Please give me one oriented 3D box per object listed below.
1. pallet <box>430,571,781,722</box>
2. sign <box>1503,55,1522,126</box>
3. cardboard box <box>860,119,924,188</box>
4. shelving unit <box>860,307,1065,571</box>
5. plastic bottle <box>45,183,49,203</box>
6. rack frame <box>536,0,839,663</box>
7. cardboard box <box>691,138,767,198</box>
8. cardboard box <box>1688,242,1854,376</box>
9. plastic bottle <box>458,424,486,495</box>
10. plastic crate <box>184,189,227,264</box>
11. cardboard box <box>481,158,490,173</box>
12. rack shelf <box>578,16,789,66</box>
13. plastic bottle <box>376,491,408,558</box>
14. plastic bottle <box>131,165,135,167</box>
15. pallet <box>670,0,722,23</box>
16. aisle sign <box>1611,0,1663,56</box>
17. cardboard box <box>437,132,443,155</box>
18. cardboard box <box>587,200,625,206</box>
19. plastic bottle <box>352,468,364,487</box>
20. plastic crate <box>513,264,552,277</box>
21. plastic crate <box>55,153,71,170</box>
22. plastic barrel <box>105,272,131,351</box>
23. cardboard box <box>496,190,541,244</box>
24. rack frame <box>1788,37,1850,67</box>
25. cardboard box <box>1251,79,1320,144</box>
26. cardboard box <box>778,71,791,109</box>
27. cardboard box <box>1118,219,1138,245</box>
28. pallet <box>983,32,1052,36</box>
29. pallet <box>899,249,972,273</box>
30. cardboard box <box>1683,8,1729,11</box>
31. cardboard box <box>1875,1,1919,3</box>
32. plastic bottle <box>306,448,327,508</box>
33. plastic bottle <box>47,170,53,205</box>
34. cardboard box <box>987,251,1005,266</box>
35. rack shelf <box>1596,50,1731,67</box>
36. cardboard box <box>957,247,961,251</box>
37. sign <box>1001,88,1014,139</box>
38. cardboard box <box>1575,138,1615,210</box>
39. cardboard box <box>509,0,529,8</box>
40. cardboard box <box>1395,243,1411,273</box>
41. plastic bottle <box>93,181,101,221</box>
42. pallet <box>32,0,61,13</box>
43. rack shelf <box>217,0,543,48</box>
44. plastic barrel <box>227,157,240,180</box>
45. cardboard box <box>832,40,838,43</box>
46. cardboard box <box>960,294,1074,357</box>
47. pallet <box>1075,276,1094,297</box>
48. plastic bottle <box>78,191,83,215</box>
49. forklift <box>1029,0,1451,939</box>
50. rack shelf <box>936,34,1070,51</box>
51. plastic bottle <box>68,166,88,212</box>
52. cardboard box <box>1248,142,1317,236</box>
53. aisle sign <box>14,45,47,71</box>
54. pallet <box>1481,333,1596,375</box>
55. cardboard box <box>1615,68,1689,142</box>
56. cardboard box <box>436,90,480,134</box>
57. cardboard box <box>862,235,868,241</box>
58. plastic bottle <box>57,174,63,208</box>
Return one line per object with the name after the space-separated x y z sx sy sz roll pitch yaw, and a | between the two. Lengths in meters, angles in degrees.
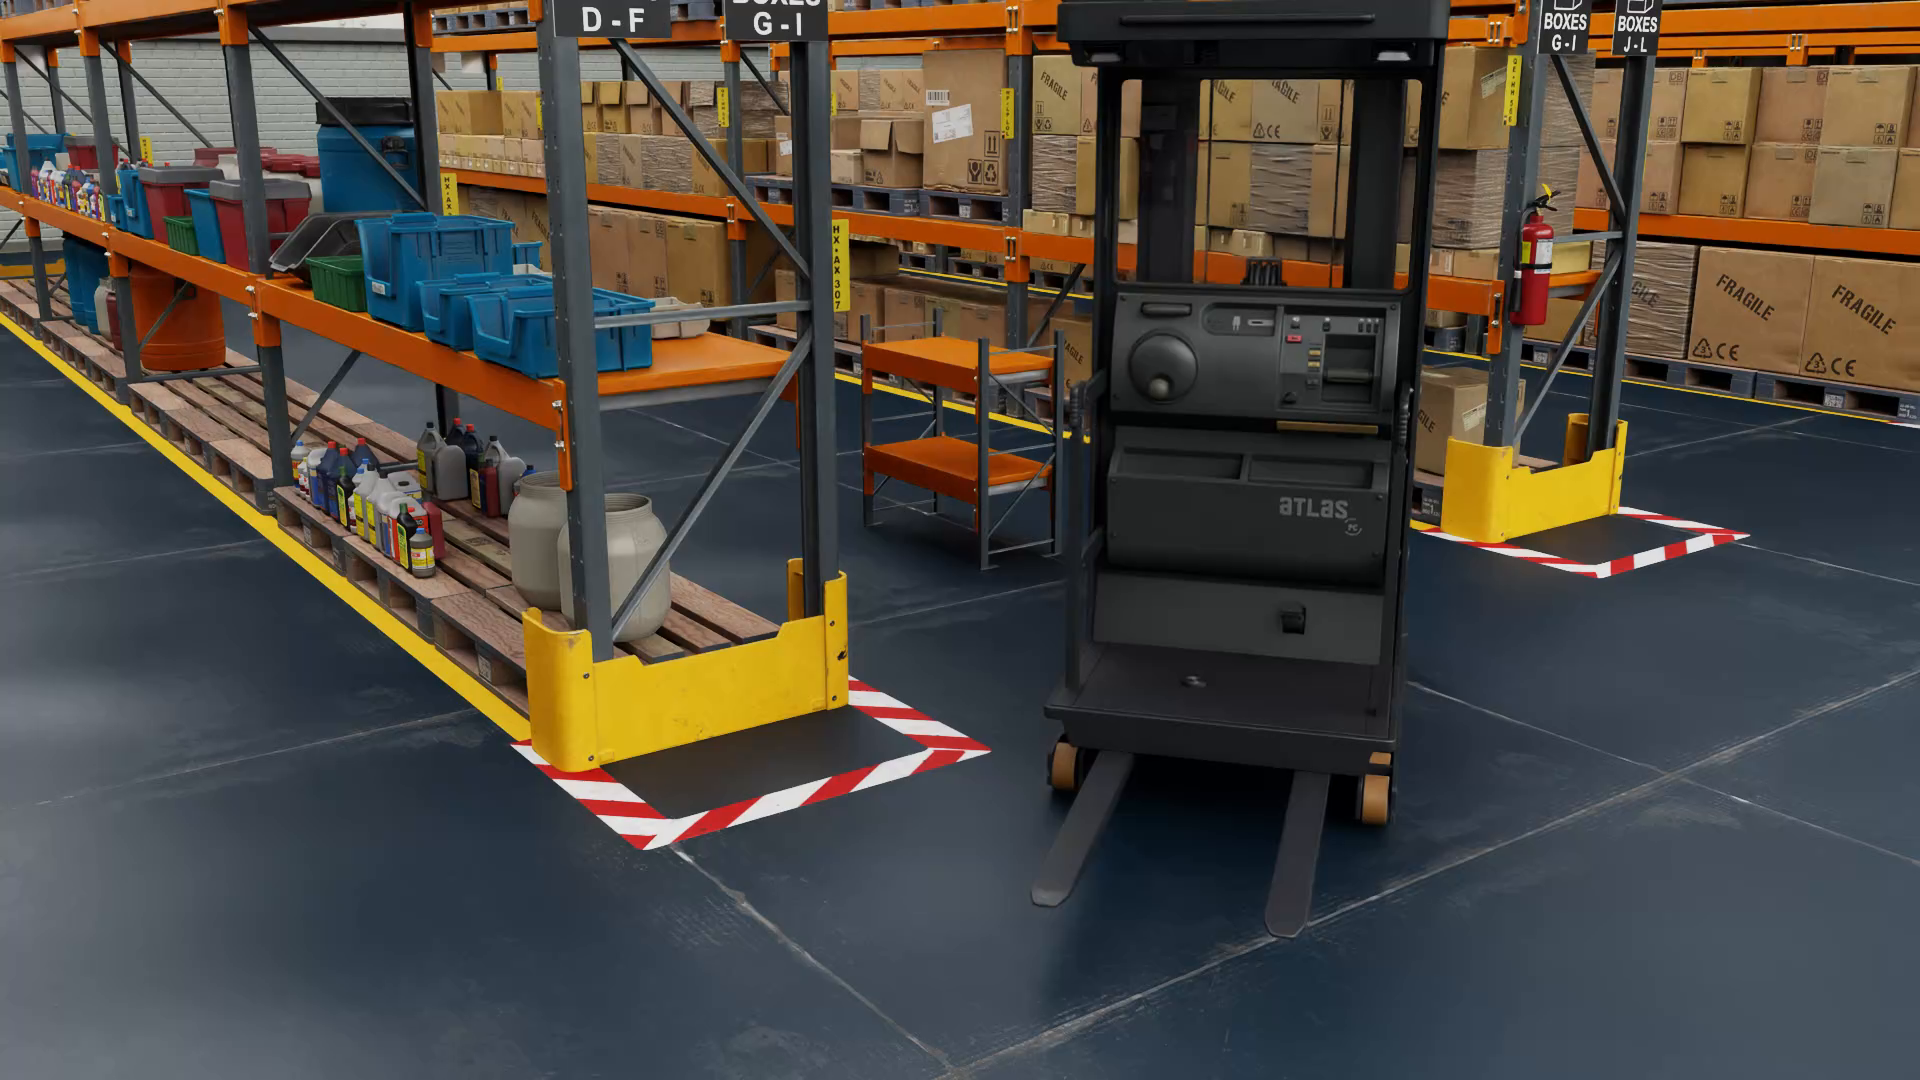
-1.444 0.397 6.725 1.003 0.211 1.213 -11 19 -35 | pallet
2.658 -2.162 8.002 0.100 0.325 0.005 -11 19 -35 | sign
-0.327 -2.996 12.848 0.797 0.503 0.637 -9 18 -29 | cardboard box
-0.004 -0.544 8.433 0.538 1.125 1.048 -11 19 -35 | shelving unit
-7.661 -2.945 14.031 0.097 0.201 0.097 0 15 0 | plastic bottle
-0.888 -0.764 5.687 1.000 3.000 0.127 -11 19 -35 | rack frame
-2.076 -3.357 14.969 0.500 0.500 0.500 -10 18 -33 | cardboard box
6.219 -1.781 12.632 0.875 0.875 0.875 -11 19 -35 | cardboard box
-2.515 -0.419 8.611 0.144 0.351 0.185 -12 19 -37 | plastic bottle
-4.140 -1.798 9.494 0.392 0.384 0.575 -11 19 -35 | plastic crate
-5.286 -4.318 19.145 0.380 0.149 0.250 -10 18 -34 | cardboard box
-2.761 -4.768 15.997 1.077 0.370 4.000 -11 19 -35 | rack shelf
-2.530 -0.075 7.493 0.152 0.276 0.135 -11 19 -36 | plastic bottle
-7.450 -3.233 14.942 0.152 0.276 0.135 -11 19 -35 | plastic bottle
-2.007 -4.726 14.839 1.213 0.211 1.003 -10 18 -32 | pallet
3.398 -2.820 8.275 0.394 0.787 0.004 -11 19 -35 | aisle sign
-6.225 -4.877 20.432 0.500 0.250 0.500 -11 19 -36 | cardboard box
-3.545 -3.140 17.595 1.225 0.875 0.875 -11 19 -34 | cardboard box
-2.873 -0.212 8.004 0.097 0.271 0.097 0 15 0 | plastic bottle
-2.080 -1.184 7.719 0.530 0.136 0.437 -11 19 -35 | plastic crate
-8.692 -3.653 16.353 0.437 0.282 0.530 -11 19 -35 | plastic crate
-6.557 -1.855 13.445 0.600 0.588 0.708 -11 19 -35 | plastic barrel
-4.790 -3.619 19.346 0.875 0.875 0.875 -11 19 -35 | cardboard box
8.783 -3.926 17.237 1.000 3.000 0.127 -11 19 -35 | rack frame
2.005 -2.499 9.379 0.500 0.500 0.500 -11 19 -35 | cardboard box
-2.168 -6.235 23.028 0.500 0.500 0.500 -11 19 -35 | cardboard box
1.224 -1.957 10.522 0.380 0.149 0.250 -11 19 -35 | cardboard box
1.023 -5.831 18.872 1.213 0.211 1.003 -11 19 -35 | pallet
-0.289 -3.637 21.464 1.003 0.211 1.213 -11 19 -35 | pallet
8.029 -5.714 17.576 0.500 0.250 0.500 -11 19 -34 | cardboard box
9.131 -5.198 15.926 0.500 0.250 0.500 -11 19 -35 | cardboard box
-3.195 -0.316 8.375 0.152 0.276 0.135 -10 18 -33 | plastic bottle
-7.551 -2.936 13.844 0.061 0.283 0.133 -11 19 -35 | plastic bottle
0.667 -3.529 19.728 0.500 0.500 0.500 -10 18 -32 | cardboard box
9.268 -7.078 24.435 1.077 0.370 4.000 -11 19 -35 | rack shelf
0.180 -3.799 21.379 0.380 0.149 0.250 -12 19 -37 | cardboard box
0.320 -2.859 11.146 0.100 0.325 0.005 -11 19 -35 | sign
5.406 -3.017 13.634 0.875 0.550 0.550 -11 19 -35 | cardboard box
-4.446 -5.999 17.957 0.700 0.500 0.500 -12 20 -38 | cardboard box
2.449 -1.540 8.996 0.380 0.149 0.250 -11 19 -35 | cardboard box
-6.310 -2.486 12.198 0.061 0.283 0.133 -11 19 -35 | plastic bottle
-6.734 -4.289 13.239 1.003 0.211 1.213 -11 19 -35 | pallet
-2.064 -2.291 6.946 1.077 0.370 4.000 -11 19 -35 | rack shelf
-4.566 -2.250 10.904 0.421 0.512 0.421 0 15 0 | plastic barrel
-1.541 -6.716 22.034 0.500 0.250 0.500 -12 19 -36 | cardboard box
0.423 -1.528 12.380 0.700 0.500 0.500 -13 20 -39 | cardboard box
2.028 -2.812 18.450 1.003 0.211 1.213 -11 19 -35 | pallet
-6.707 -2.599 12.765 0.097 0.201 0.097 0 15 0 | plastic bottle
0.914 -0.621 5.292 1.130 2.935 3.031 4 16 15 | forklift
1.310 -5.517 18.731 1.077 0.370 4.000 -11 19 -35 | rack shelf
-6.906 -2.754 13.048 0.144 0.351 0.185 -11 19 -35 | plastic bottle
2.167 -2.048 9.625 0.875 0.500 0.500 -11 19 -35 | cardboard box
-10.101 -5.496 18.049 0.394 0.787 0.004 -11 19 -35 | aisle sign
5.222 -1.616 14.081 1.003 0.211 1.213 -11 19 -35 | pallet
5.651 -3.409 13.019 0.875 0.550 0.550 -11 19 -35 | cardboard box
-5.931 -5.131 19.943 0.500 0.500 0.500 -11 19 -36 | cardboard box
-1.079 -3.989 22.075 0.380 0.149 0.250 -10 18 -33 | cardboard box
-7.253 -2.831 13.480 0.097 0.271 0.097 0 15 0 | plastic bottle
